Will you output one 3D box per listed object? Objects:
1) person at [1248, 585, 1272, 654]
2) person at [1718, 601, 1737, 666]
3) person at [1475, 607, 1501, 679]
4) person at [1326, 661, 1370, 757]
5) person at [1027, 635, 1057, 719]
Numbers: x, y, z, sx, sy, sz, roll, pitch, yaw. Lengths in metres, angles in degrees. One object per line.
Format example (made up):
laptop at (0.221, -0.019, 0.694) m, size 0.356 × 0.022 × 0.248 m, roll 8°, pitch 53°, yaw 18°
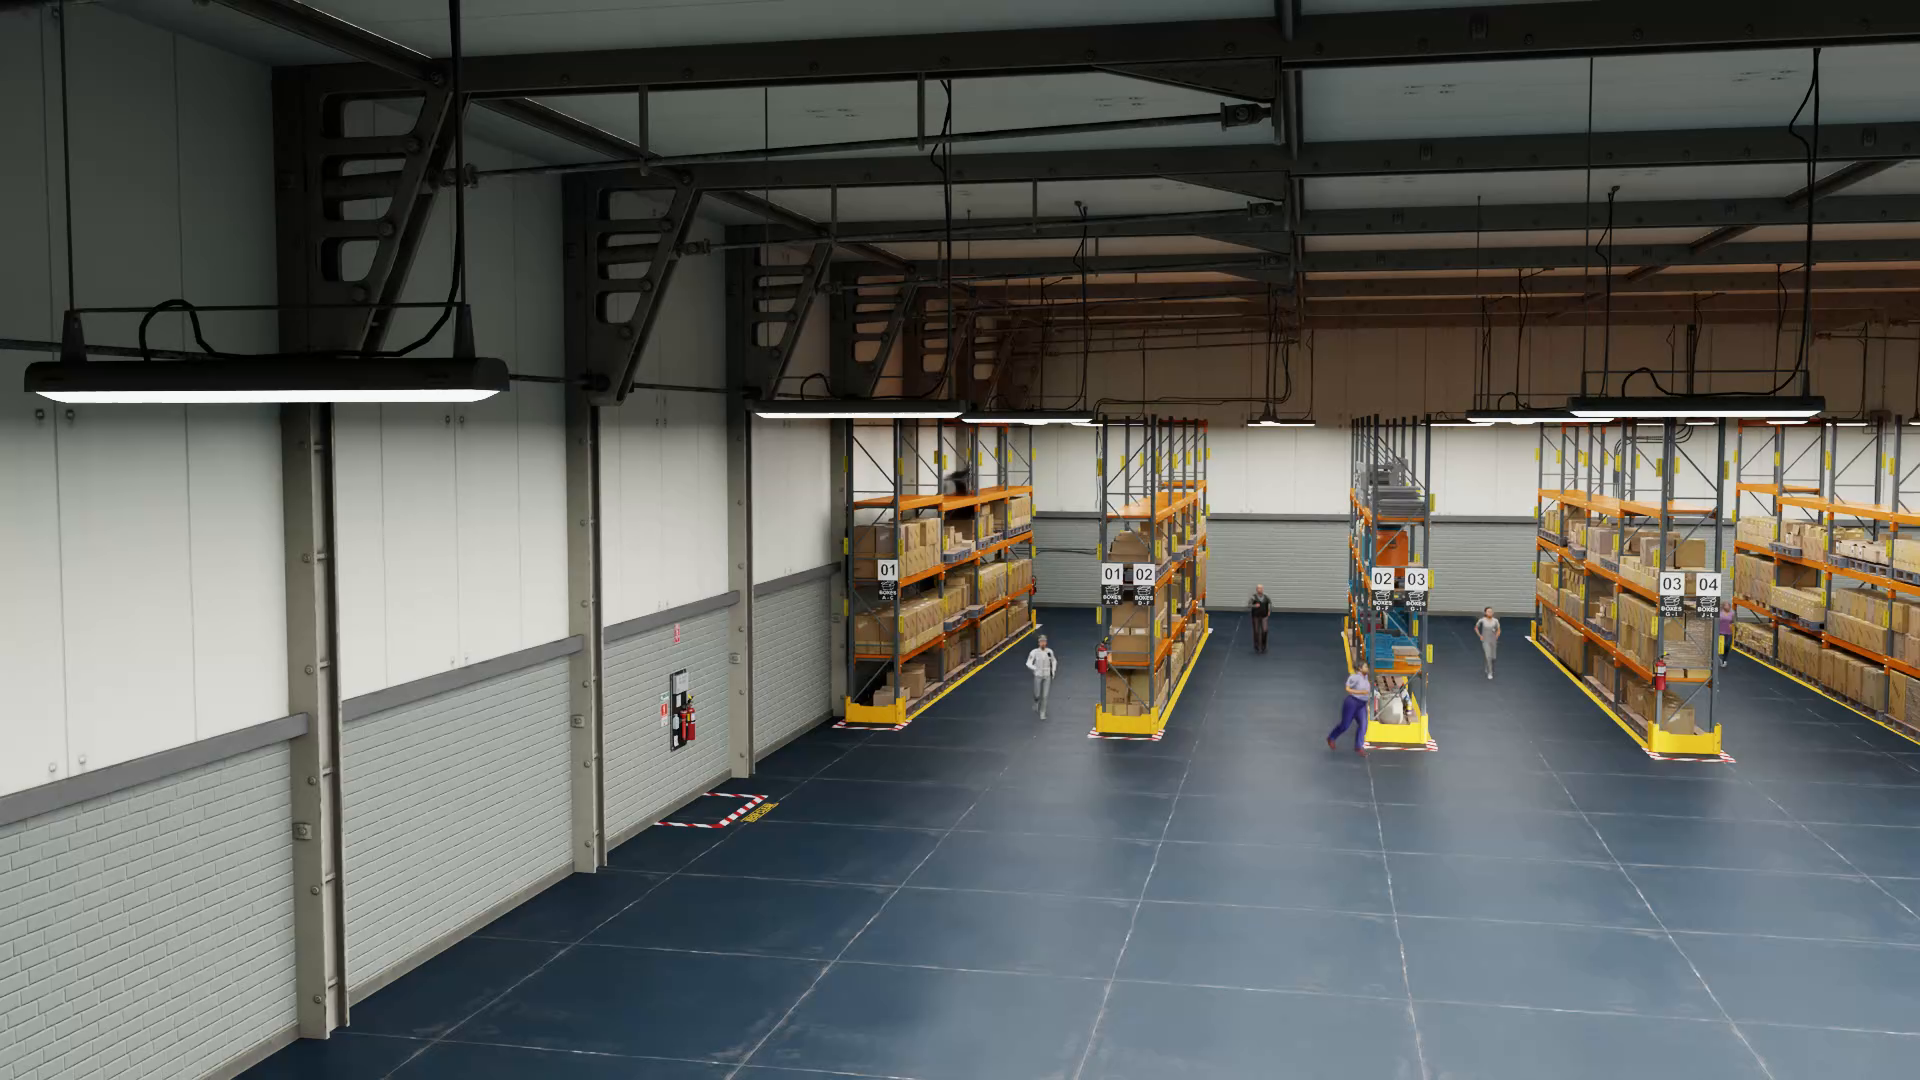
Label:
person at (7.687, 2.027, 42.608) m, size 0.639 × 1.774 × 0.734 m, roll 0°, pitch 4°, yaw 3°
person at (18.394, 2.258, 39.965) m, size 0.513 × 1.568 × 0.639 m, roll 1°, pitch 4°, yaw 10°
person at (12.148, 2.352, 38.278) m, size 0.576 × 1.641 × 0.704 m, roll 0°, pitch 4°, yaw 4°
person at (7.017, 2.961, 29.462) m, size 0.644 × 1.624 × 0.887 m, roll -3°, pitch 5°, yaw -33°
person at (1.630, 2.693, 32.994) m, size 0.619 × 1.663 × 0.684 m, roll 0°, pitch 4°, yaw -6°
